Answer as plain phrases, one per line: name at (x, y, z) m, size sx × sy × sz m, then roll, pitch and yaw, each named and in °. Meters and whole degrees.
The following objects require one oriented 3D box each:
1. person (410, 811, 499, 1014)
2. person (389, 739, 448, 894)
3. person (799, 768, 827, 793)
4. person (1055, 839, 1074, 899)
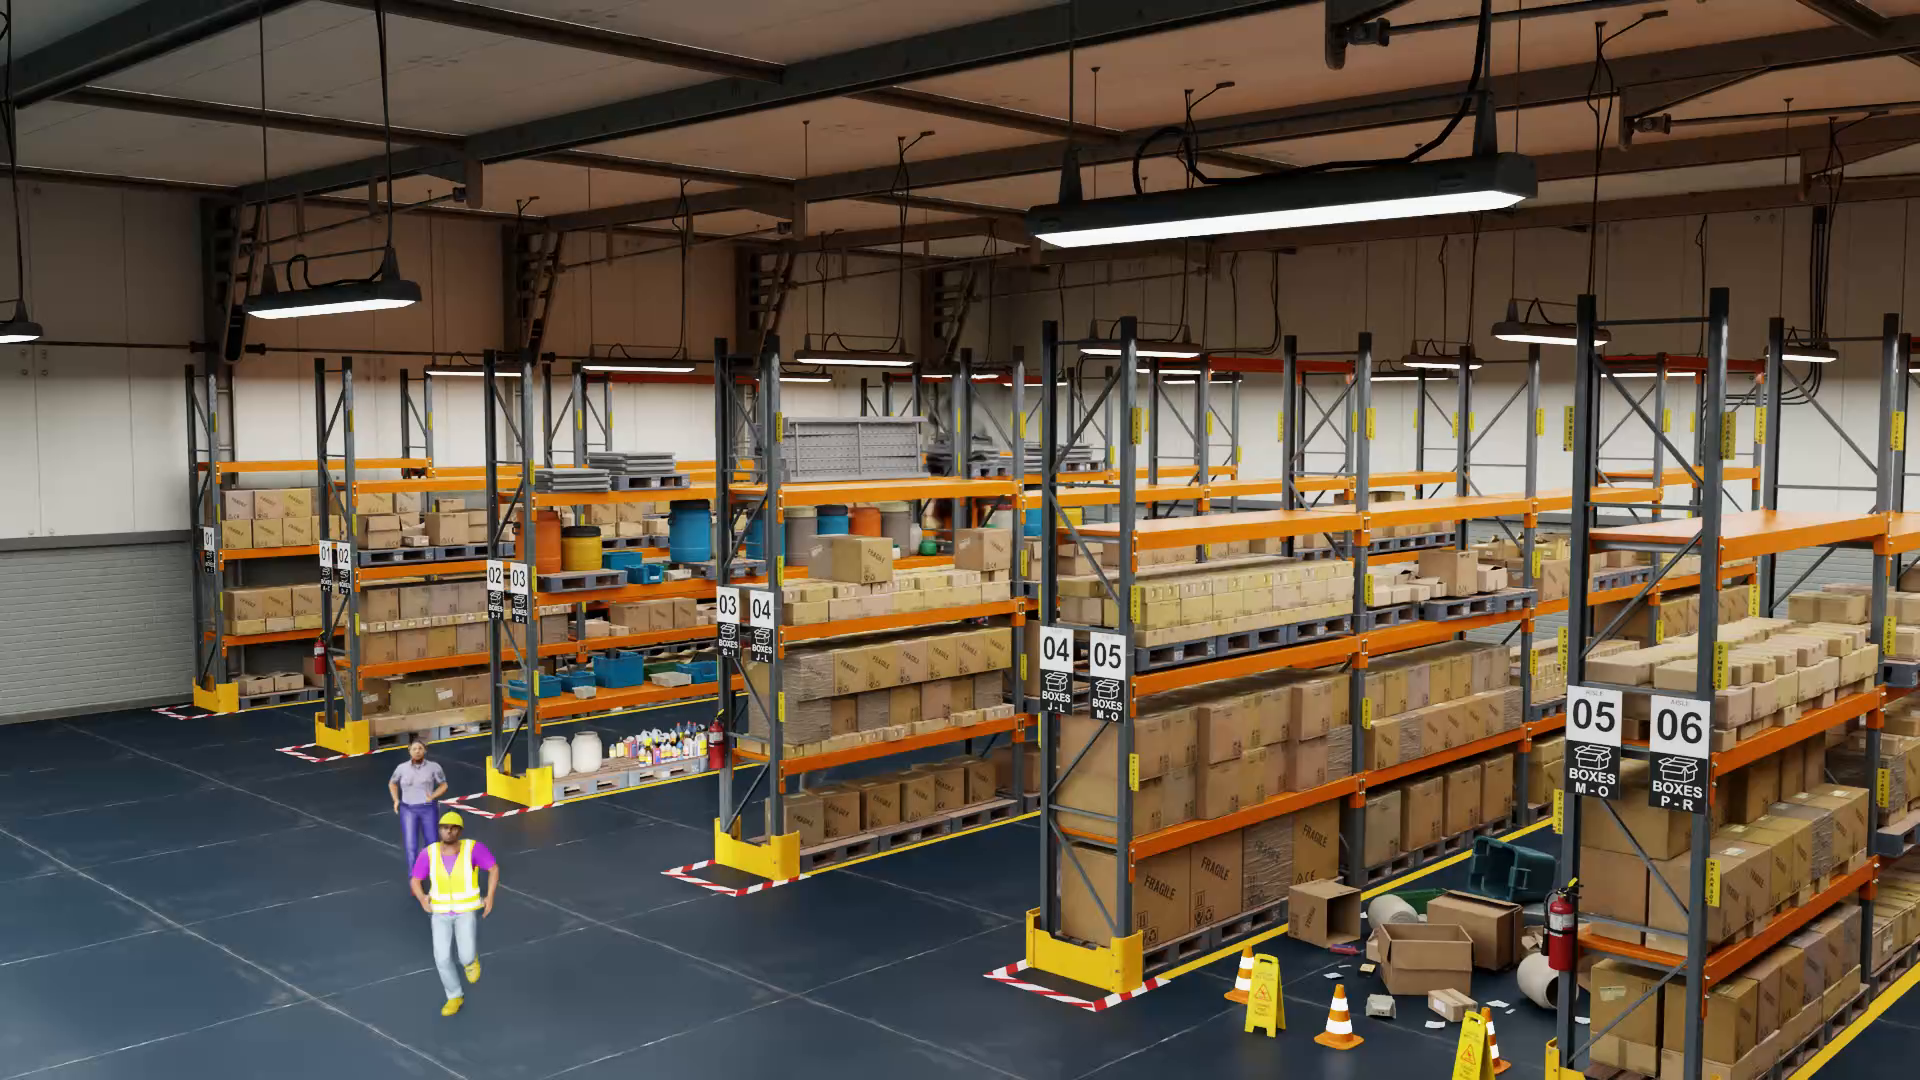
person at (-4.396, 3.206, 14.450) m, size 0.736 × 1.727 × 0.613 m, roll -1°, pitch 4°, yaw -10°
person at (-5.898, 2.973, 18.115) m, size 0.619 × 1.611 × 0.760 m, roll -1°, pitch 5°, yaw -16°
person at (-1.975, 2.657, 22.231) m, size 0.569 × 1.682 × 0.864 m, roll 3°, pitch 5°, yaw 33°
person at (1.175, 2.974, 17.724) m, size 0.588 × 1.732 × 0.705 m, roll 3°, pitch 5°, yaw 37°
